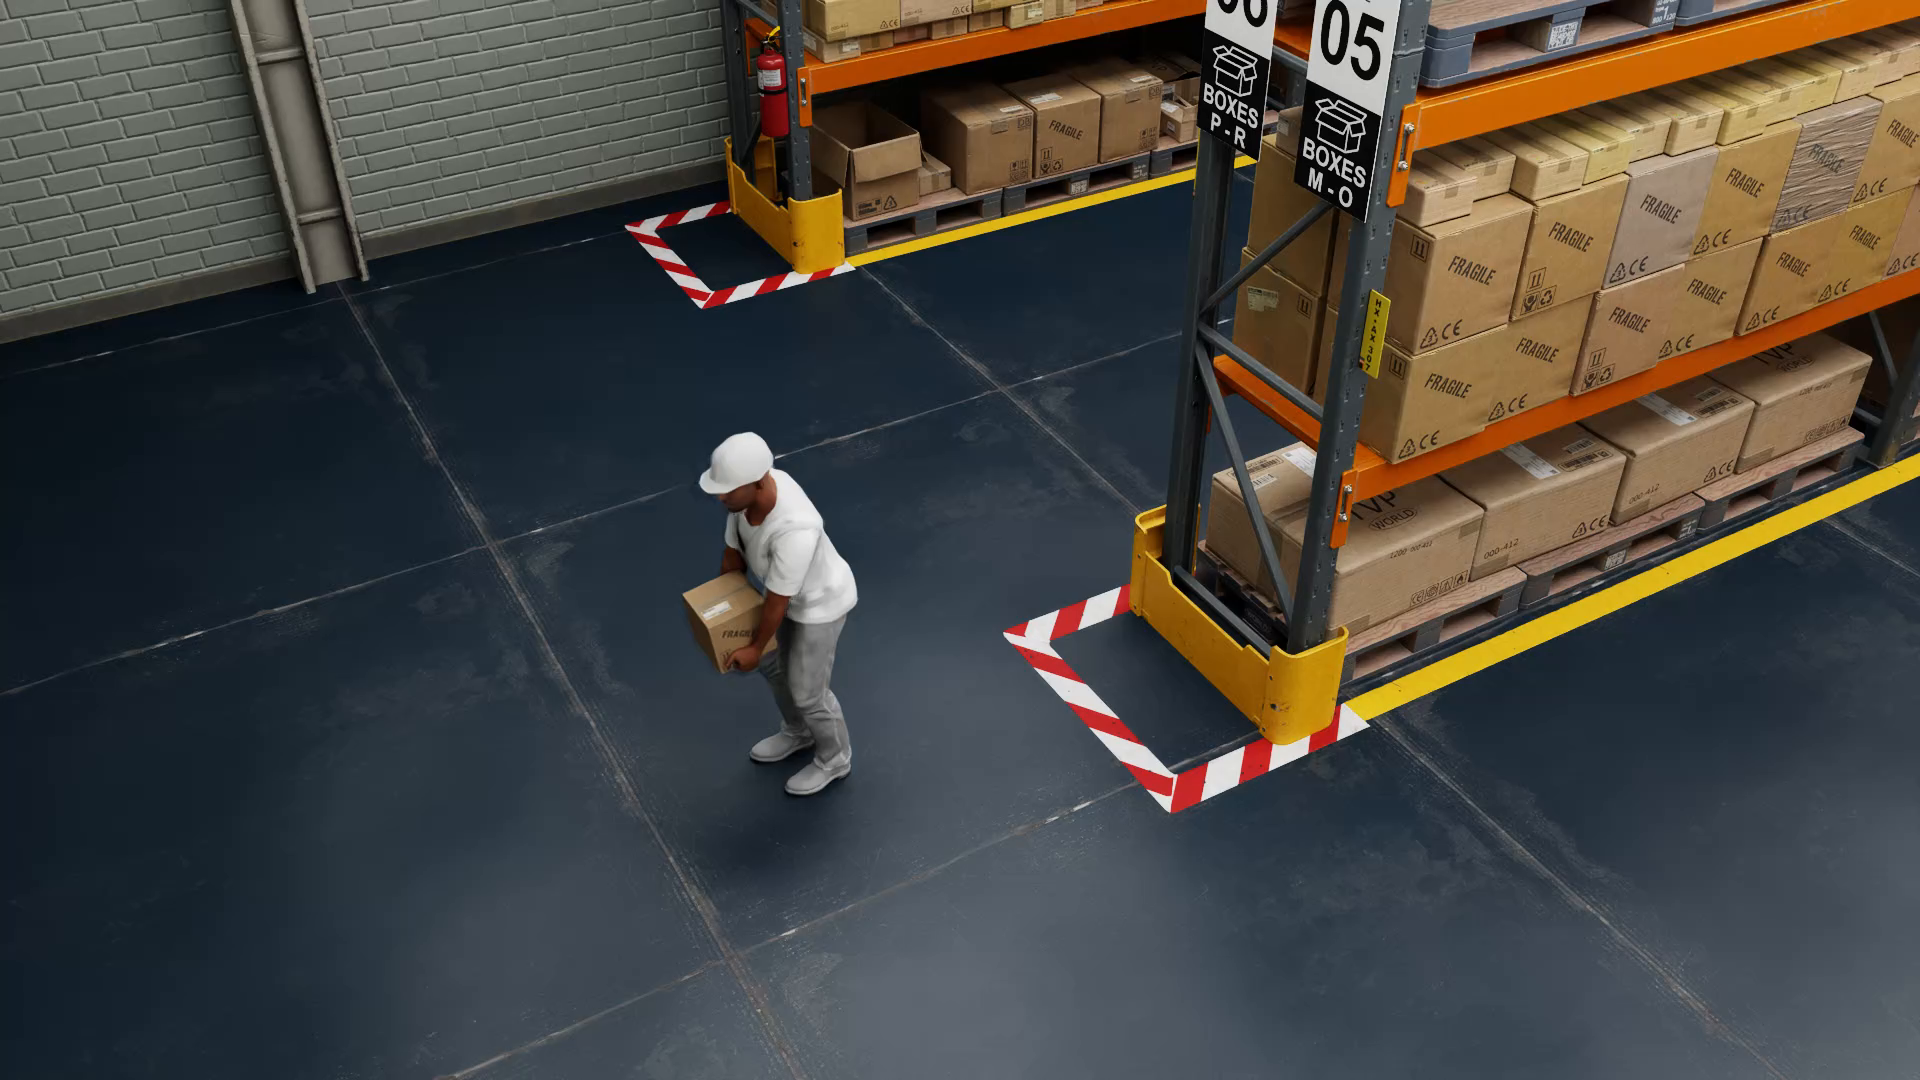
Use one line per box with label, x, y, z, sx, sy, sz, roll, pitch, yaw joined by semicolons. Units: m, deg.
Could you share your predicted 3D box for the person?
person;-0.713;0.285;6.563;0.609;1.719;0.498;-20;41;-25
